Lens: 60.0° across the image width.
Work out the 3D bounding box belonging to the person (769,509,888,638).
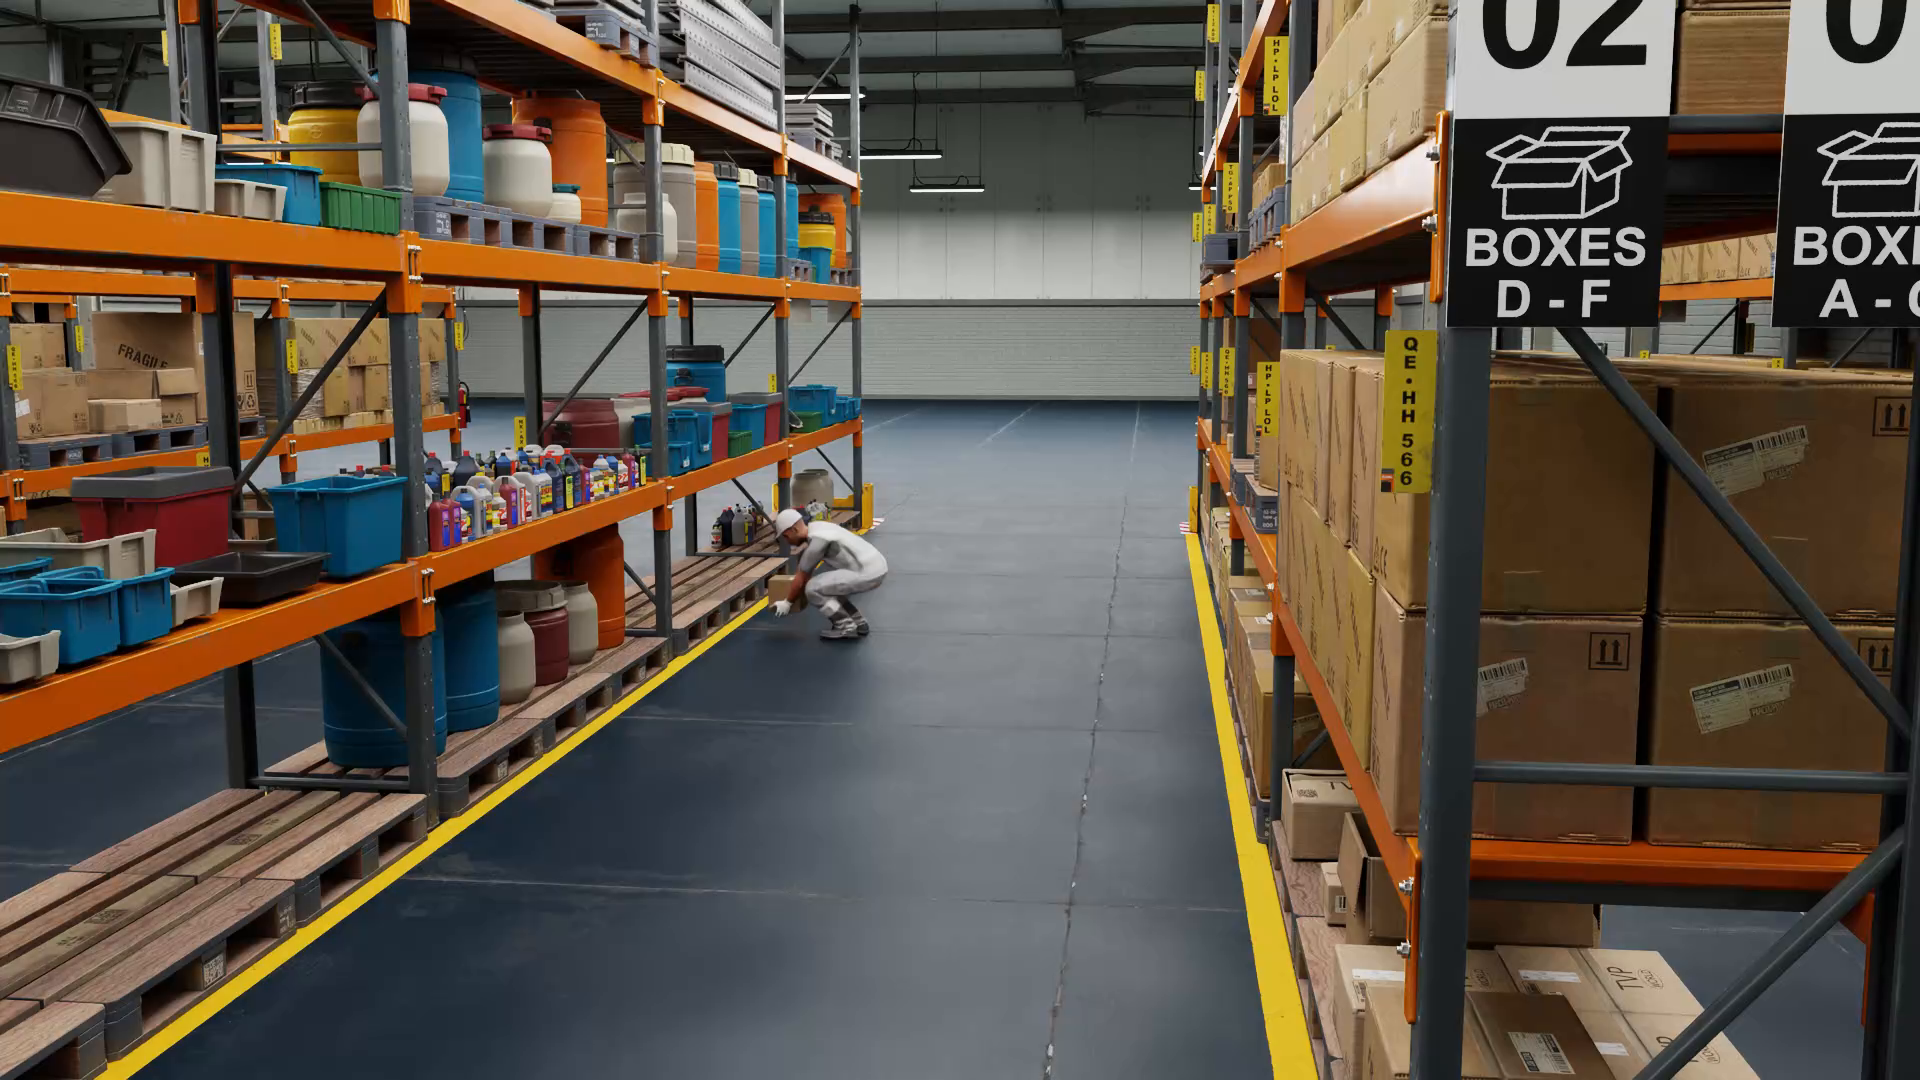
[{"bbox_3d":[-1.007,0.255,12.826,0.896,0.997,0.542,1,8,5],"label":"person"}]
